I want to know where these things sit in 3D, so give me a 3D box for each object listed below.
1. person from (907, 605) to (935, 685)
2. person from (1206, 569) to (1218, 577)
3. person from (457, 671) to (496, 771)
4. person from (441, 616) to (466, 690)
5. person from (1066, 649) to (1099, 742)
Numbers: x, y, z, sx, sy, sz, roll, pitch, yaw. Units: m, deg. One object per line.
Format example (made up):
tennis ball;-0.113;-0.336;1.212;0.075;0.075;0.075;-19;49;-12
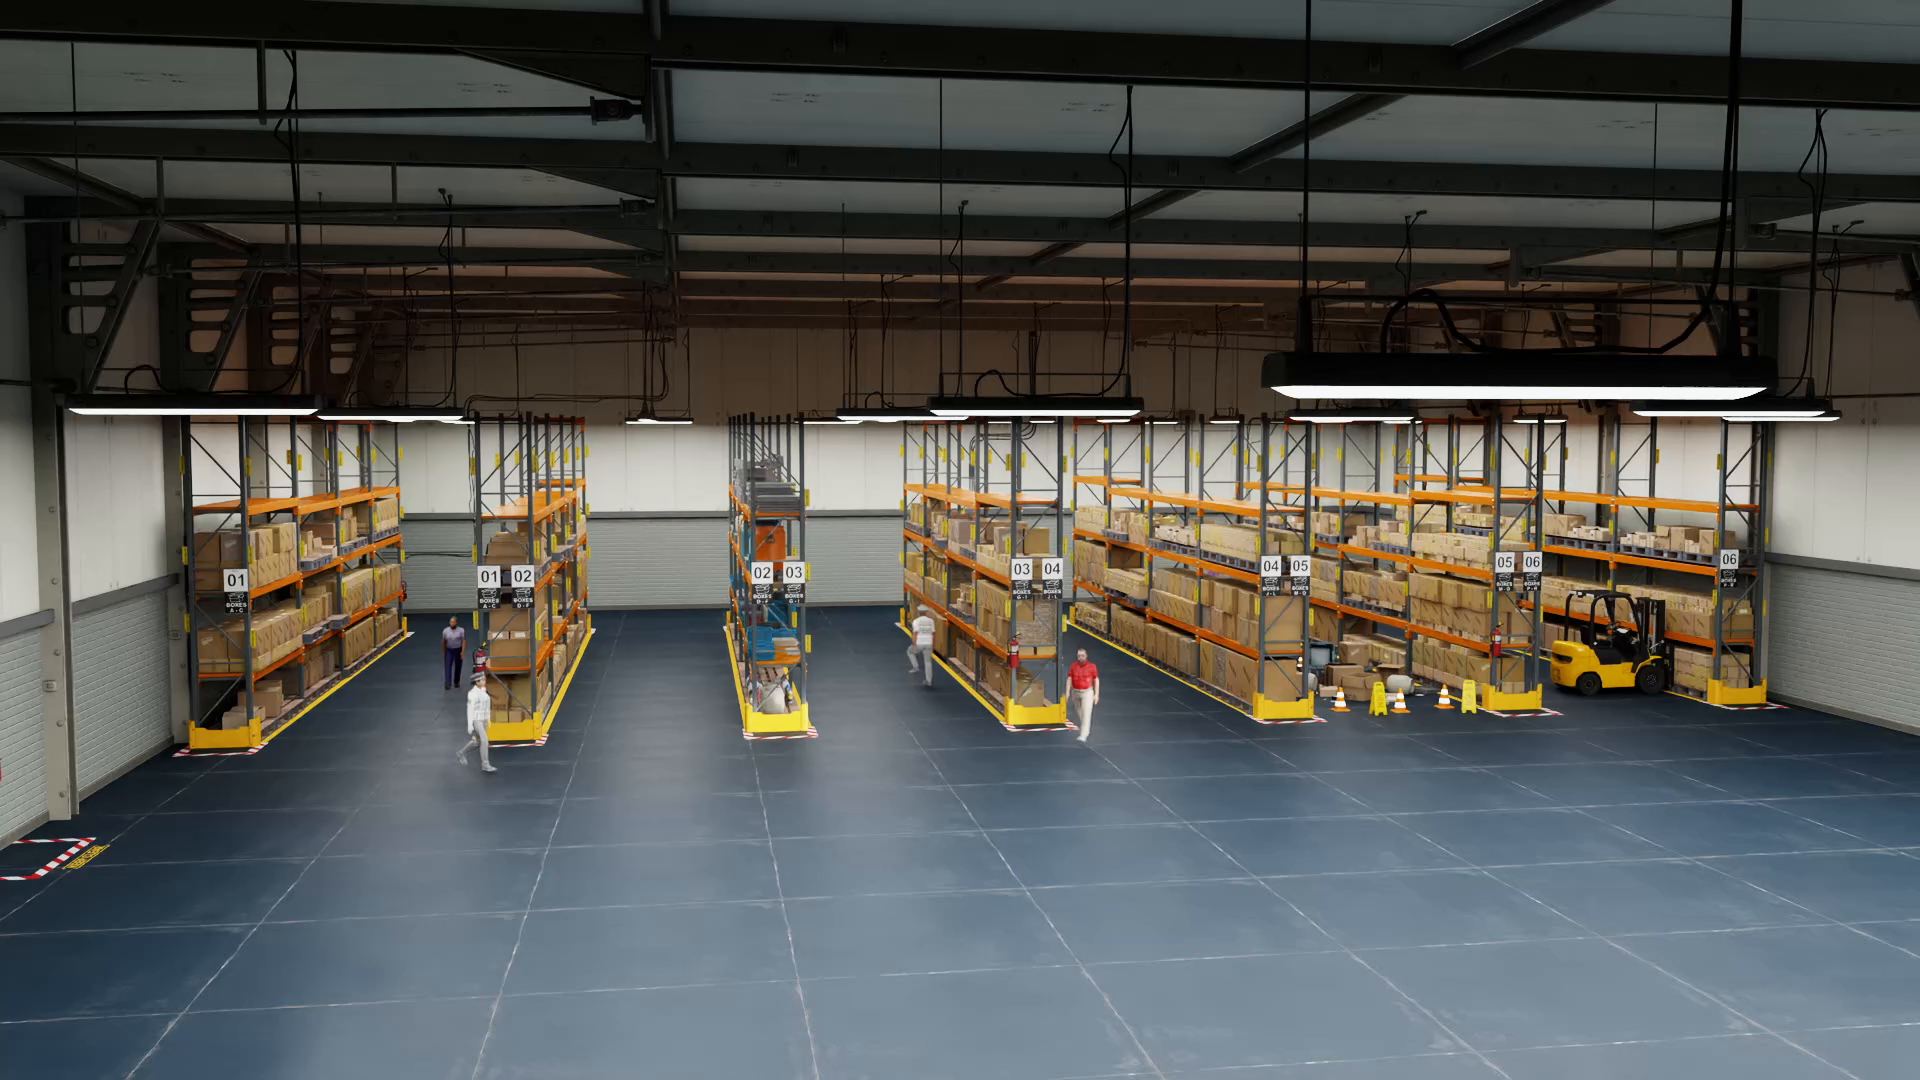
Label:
person;-0.826;2.316;36.932;0.576;1.741;0.758;-2;4;-23
person;8.072;1.319;53.104;0.760;1.550;0.410;-3;5;-36
person;-8.059;2.993;27.700;0.867;1.639;0.510;2;4;21
person;-10.979;2.462;36.072;0.508;1.568;0.997;-2;4;-23
person;2.207;2.813;30.228;0.569;1.663;1.086;2;5;32
